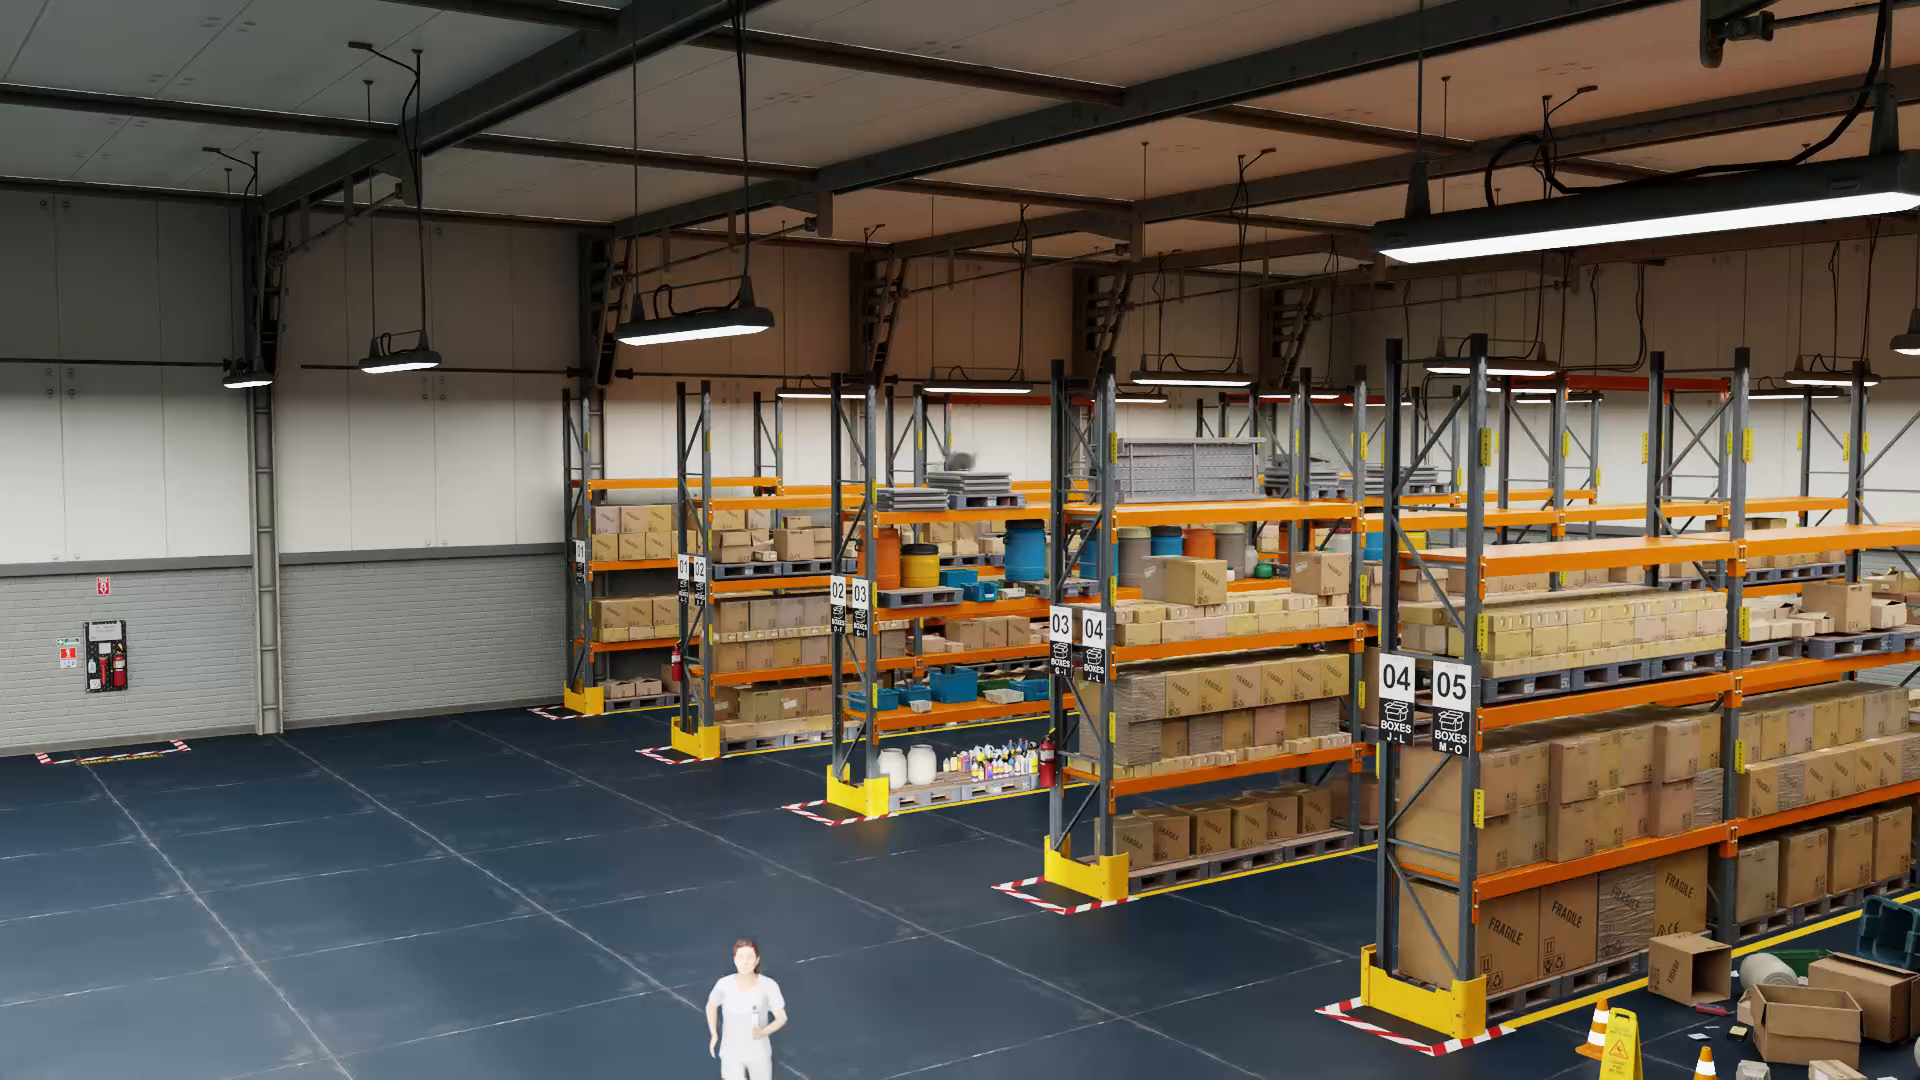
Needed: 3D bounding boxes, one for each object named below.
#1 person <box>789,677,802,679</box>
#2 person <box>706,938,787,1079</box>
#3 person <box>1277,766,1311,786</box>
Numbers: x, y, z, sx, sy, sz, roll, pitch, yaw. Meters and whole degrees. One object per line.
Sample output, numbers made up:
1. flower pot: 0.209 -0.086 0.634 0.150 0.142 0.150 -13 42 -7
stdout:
1. person: -2.931 2.431 29.612 0.602 1.684 0.664 -4 5 -44
2. person: -1.492 3.590 11.588 0.577 1.642 0.881 0 4 -3
3. person: 4.722 2.778 23.539 0.671 1.798 0.728 3 5 42
